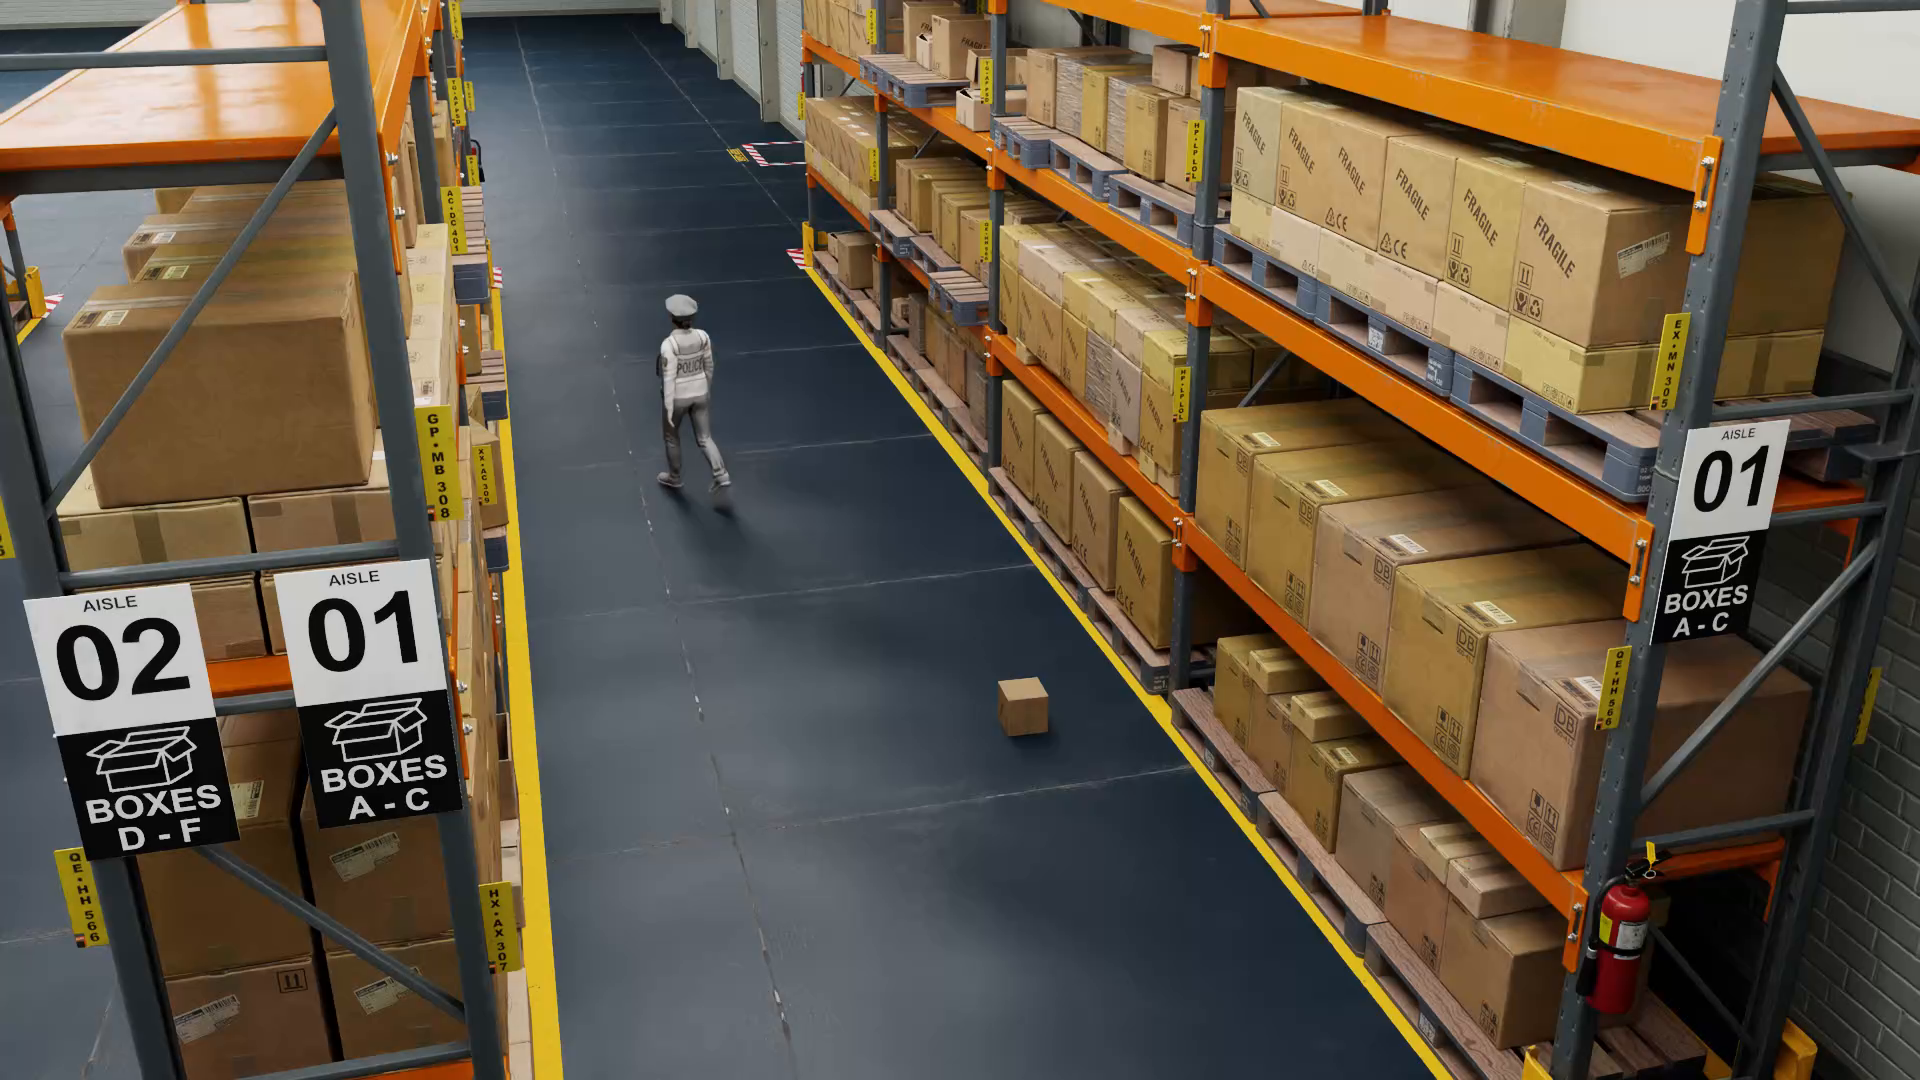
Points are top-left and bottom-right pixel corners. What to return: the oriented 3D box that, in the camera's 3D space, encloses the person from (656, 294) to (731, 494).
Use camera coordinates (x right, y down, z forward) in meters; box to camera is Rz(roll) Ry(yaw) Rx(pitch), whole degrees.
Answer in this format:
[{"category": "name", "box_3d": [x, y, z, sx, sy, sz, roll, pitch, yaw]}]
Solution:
[{"category": "person", "box_3d": [-2.163, -1.148, 13.277, 0.498, 1.650, 0.897, -17, 28, -34]}]
